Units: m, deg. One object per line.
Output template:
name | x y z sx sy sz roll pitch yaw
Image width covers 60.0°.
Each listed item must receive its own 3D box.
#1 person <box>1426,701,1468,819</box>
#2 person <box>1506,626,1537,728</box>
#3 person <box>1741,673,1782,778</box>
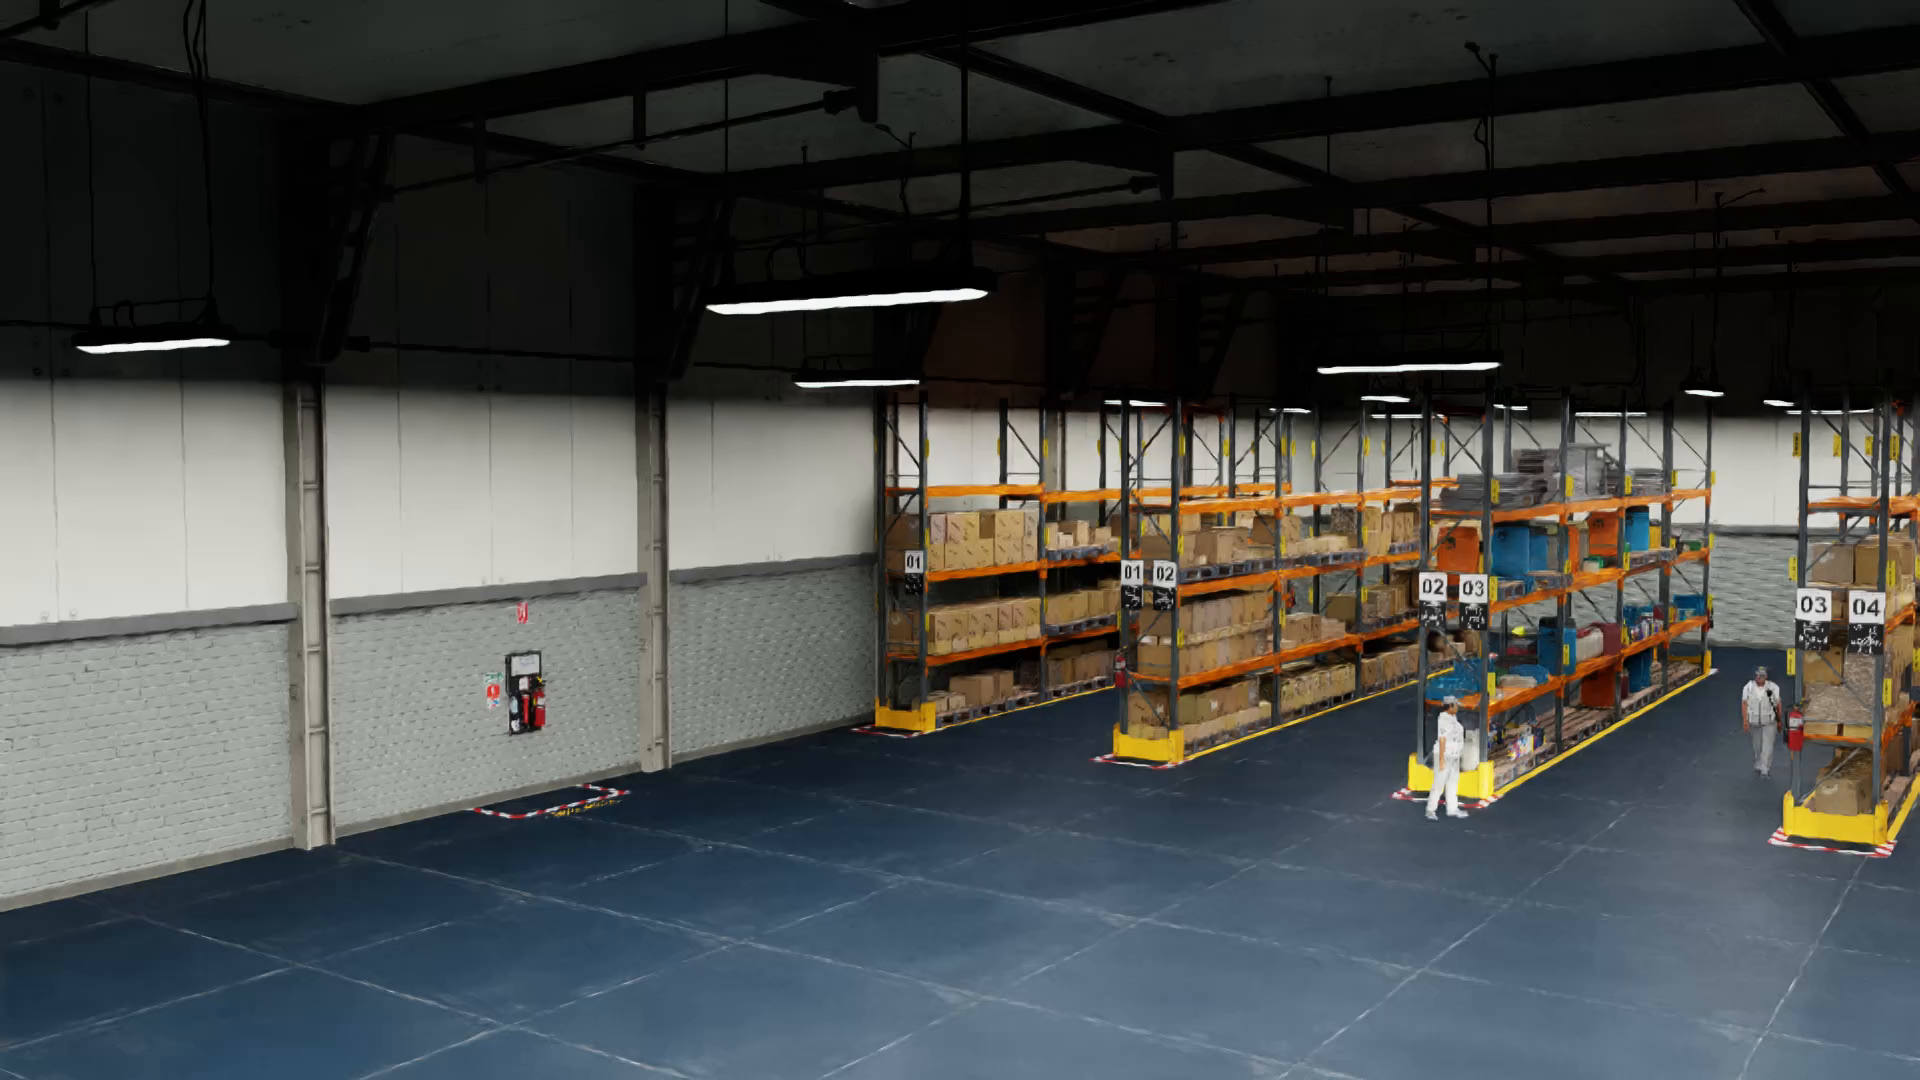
person | 6.590 2.931 22.495 0.493 1.639 0.677 2 4 30
person | 9.578 2.353 28.425 0.590 1.746 0.718 1 3 20
person | 12.221 2.747 25.399 0.544 1.642 1.111 2 4 38
